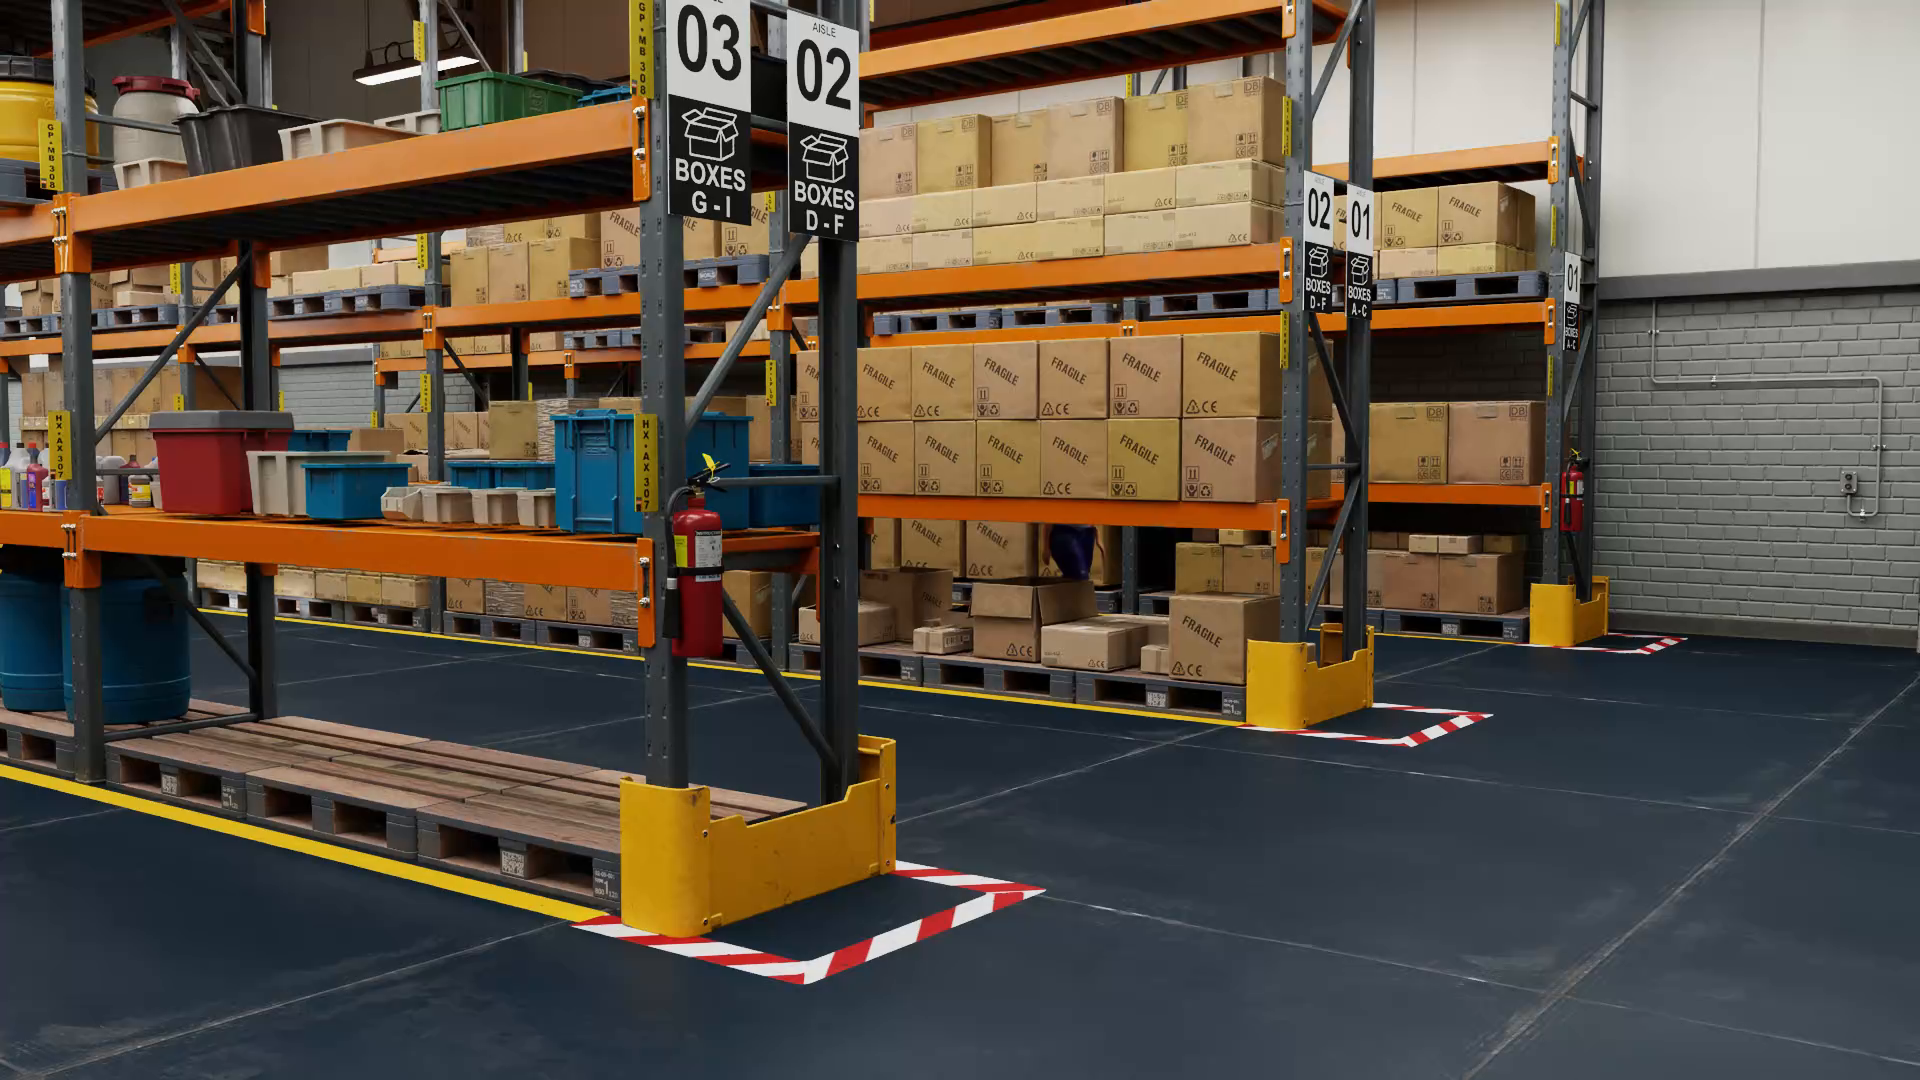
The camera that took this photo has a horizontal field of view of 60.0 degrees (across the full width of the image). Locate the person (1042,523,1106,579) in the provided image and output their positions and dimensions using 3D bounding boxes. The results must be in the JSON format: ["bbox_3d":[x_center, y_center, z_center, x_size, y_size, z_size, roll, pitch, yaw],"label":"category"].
[{"bbox_3d":[0.931,0.026,13.735,0.488,1.600,0.941,-3,4,-42],"label":"person"}]
